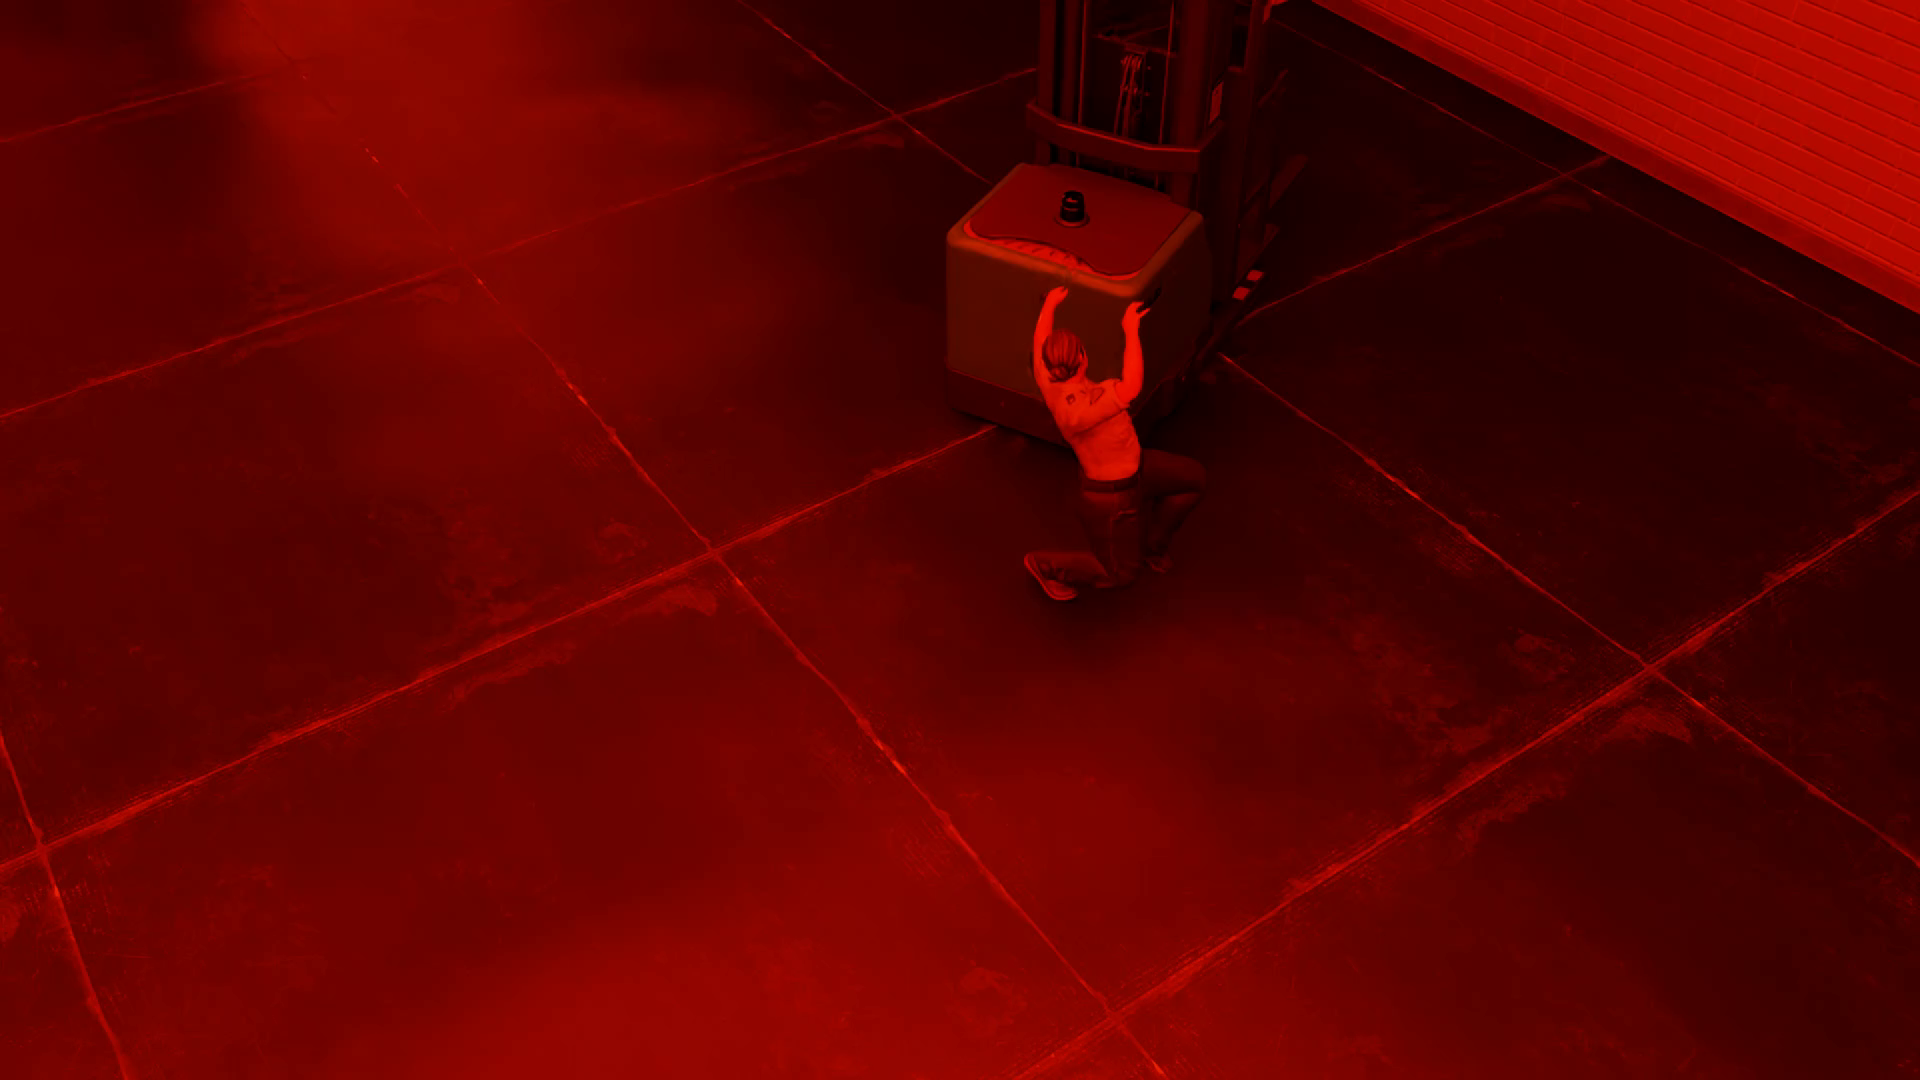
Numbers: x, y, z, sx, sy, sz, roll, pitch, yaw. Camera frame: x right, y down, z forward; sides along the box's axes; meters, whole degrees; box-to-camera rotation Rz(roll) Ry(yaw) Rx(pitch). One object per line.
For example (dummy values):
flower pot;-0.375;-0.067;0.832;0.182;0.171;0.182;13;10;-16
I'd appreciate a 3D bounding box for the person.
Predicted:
person;0.715;-0.494;7.353;0.815;1.509;1.021;3;43;4

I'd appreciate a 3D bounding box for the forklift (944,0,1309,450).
forklift;1.079;-2.453;8.377;1.130;2.935;3.031;21;47;21
